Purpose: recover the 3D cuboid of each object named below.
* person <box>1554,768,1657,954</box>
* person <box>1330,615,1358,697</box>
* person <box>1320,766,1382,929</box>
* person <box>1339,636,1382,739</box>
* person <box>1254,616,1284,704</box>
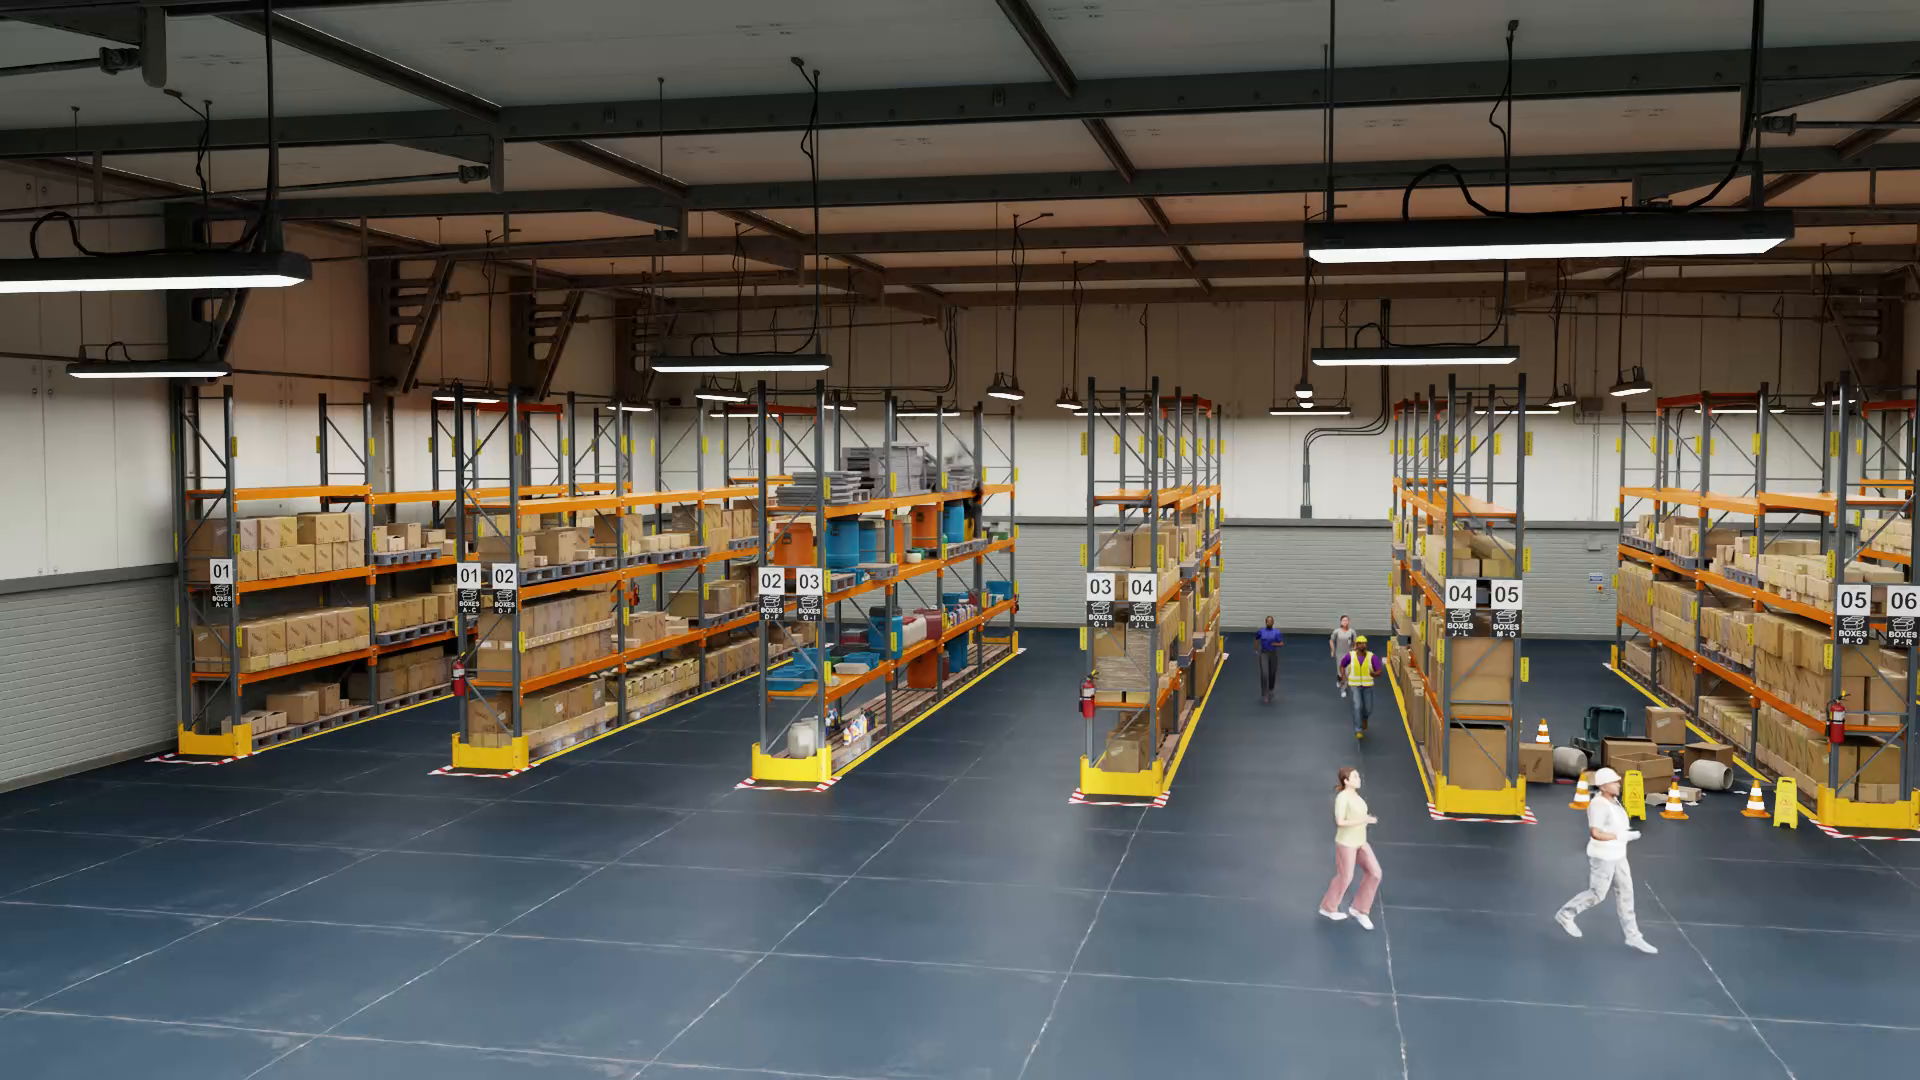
[{"bbox_3d":[6.426,3.156,16.535,0.978,1.787,0.682,3,4,41],"label":"person"},{"bbox_3d":[7.723,2.328,33.418,0.572,1.630,0.565,0,3,8],"label":"person"},{"bbox_3d":[4.074,3.197,17.336,0.670,1.705,0.558,3,4,42],"label":"person"},{"bbox_3d":[6.912,2.521,28.684,0.714,1.745,0.907,1,3,9],"label":"person"},{"bbox_3d":[6.075,2.328,32.721,0.562,1.682,0.885,0,3,7],"label":"person"}]
